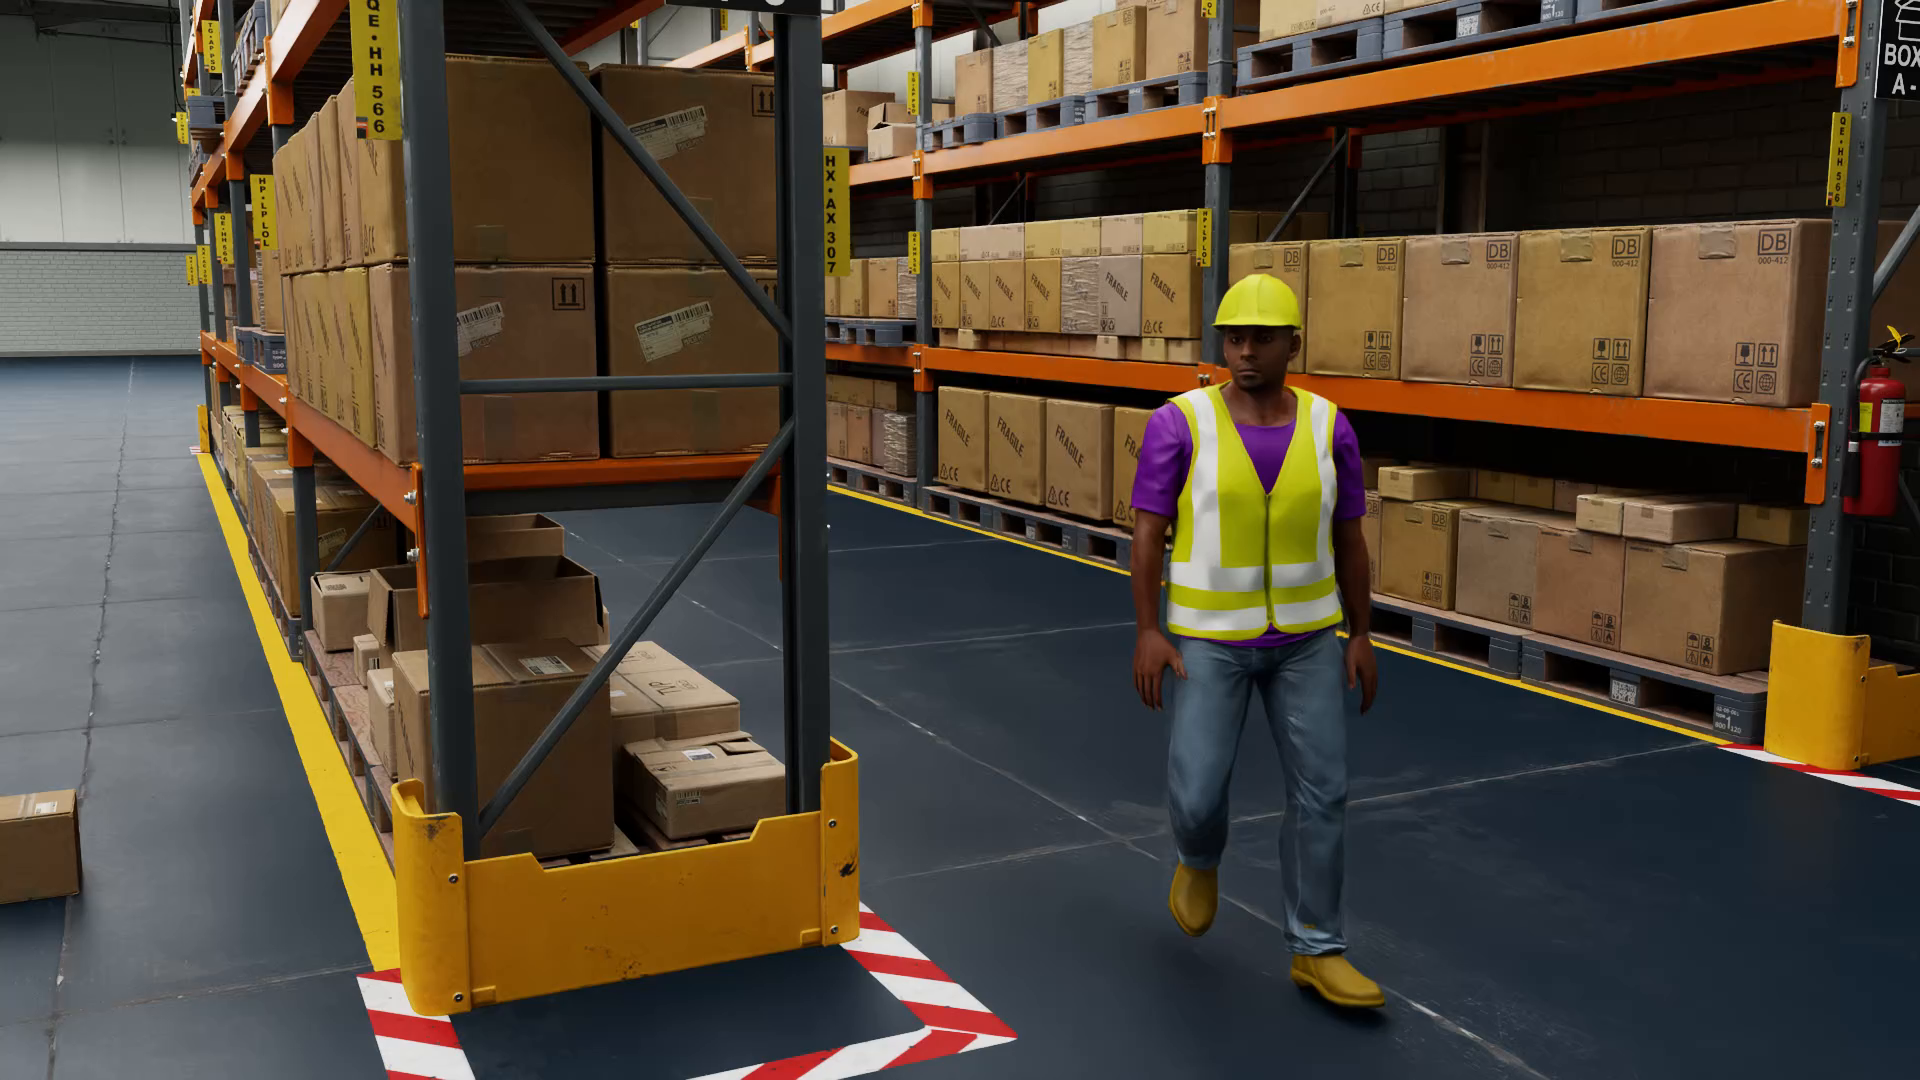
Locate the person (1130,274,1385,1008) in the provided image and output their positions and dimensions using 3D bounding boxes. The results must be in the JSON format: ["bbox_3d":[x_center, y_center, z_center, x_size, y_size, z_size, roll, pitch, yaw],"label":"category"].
[{"bbox_3d":[0.725,0.230,4.108,0.617,1.754,0.655,-1,9,-8],"label":"person"}]
